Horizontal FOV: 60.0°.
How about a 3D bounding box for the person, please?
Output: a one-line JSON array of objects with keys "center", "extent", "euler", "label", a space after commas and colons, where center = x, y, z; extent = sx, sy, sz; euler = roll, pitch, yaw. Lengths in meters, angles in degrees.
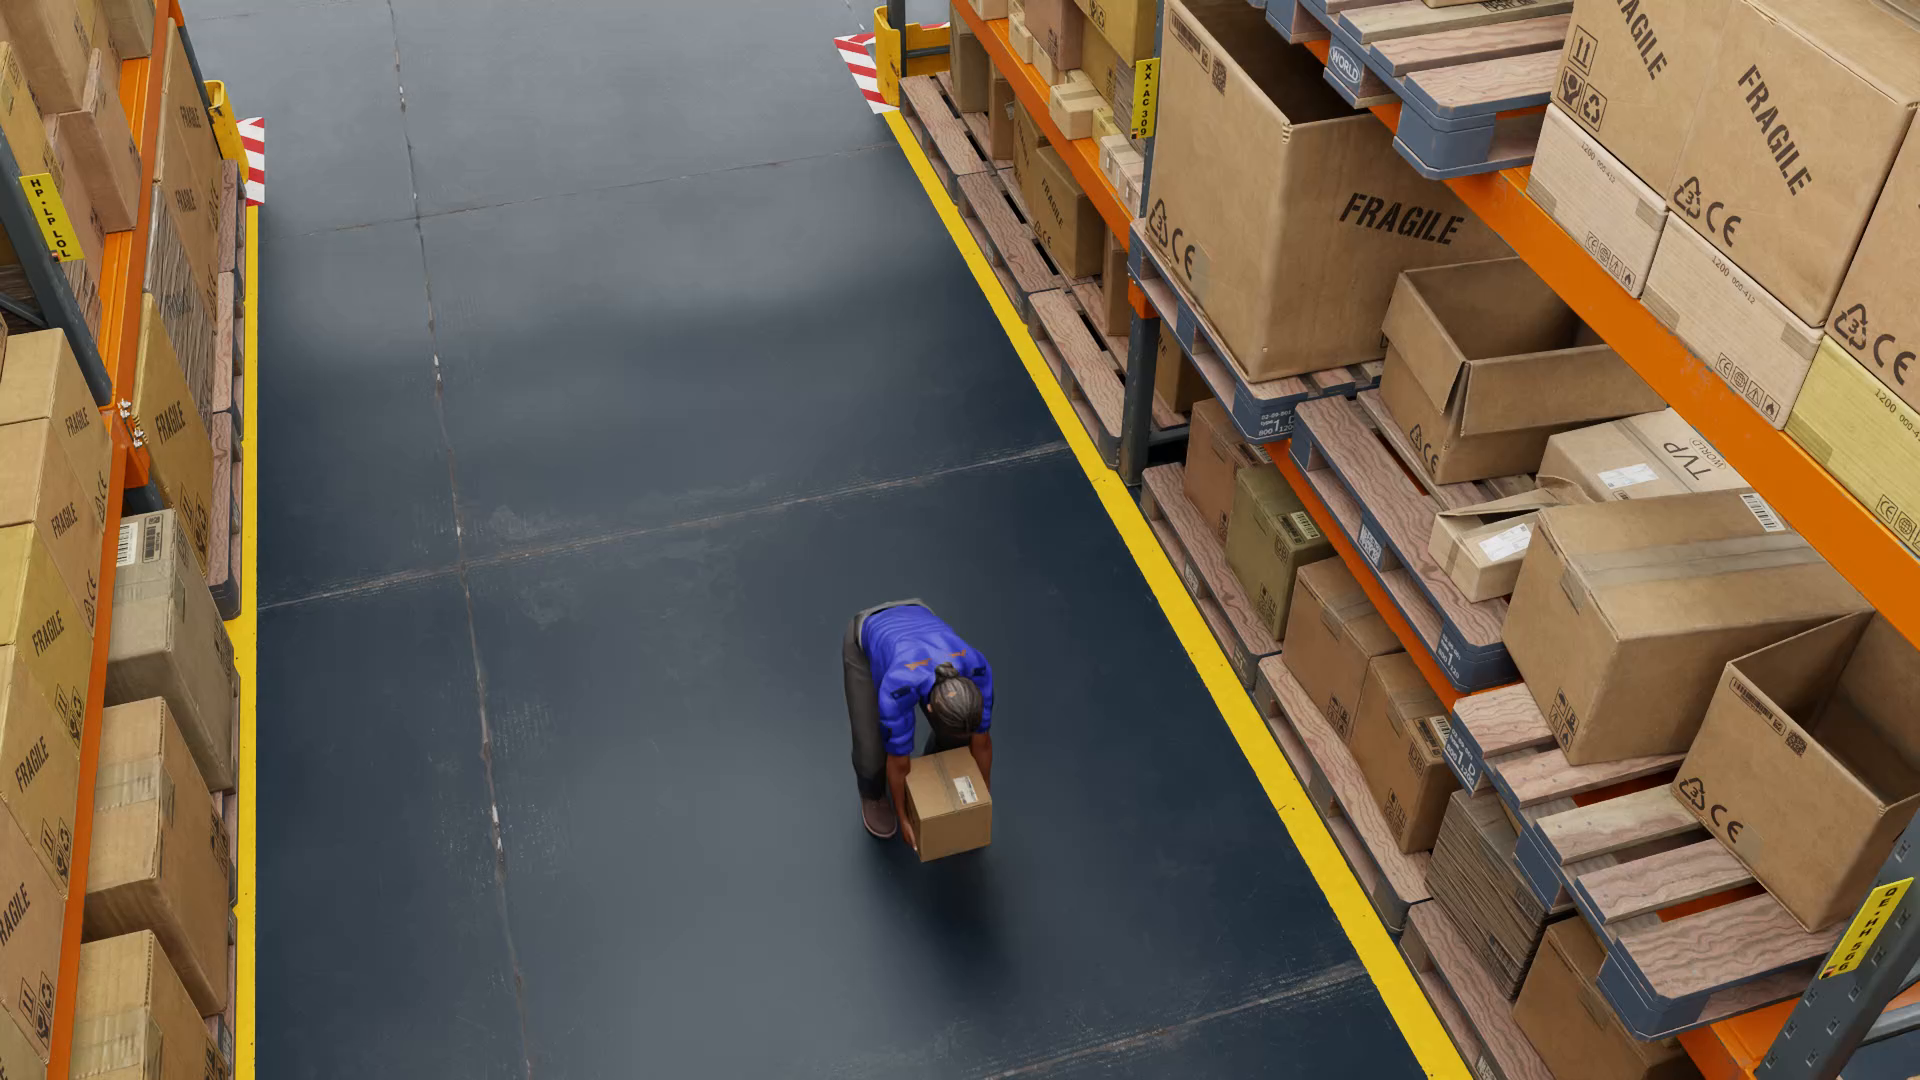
[{"center": [-0.137, 0.684, 5.785], "extent": [0.433, 1.166, 0.838], "euler": [-14, 44, -14], "label": "person"}]
